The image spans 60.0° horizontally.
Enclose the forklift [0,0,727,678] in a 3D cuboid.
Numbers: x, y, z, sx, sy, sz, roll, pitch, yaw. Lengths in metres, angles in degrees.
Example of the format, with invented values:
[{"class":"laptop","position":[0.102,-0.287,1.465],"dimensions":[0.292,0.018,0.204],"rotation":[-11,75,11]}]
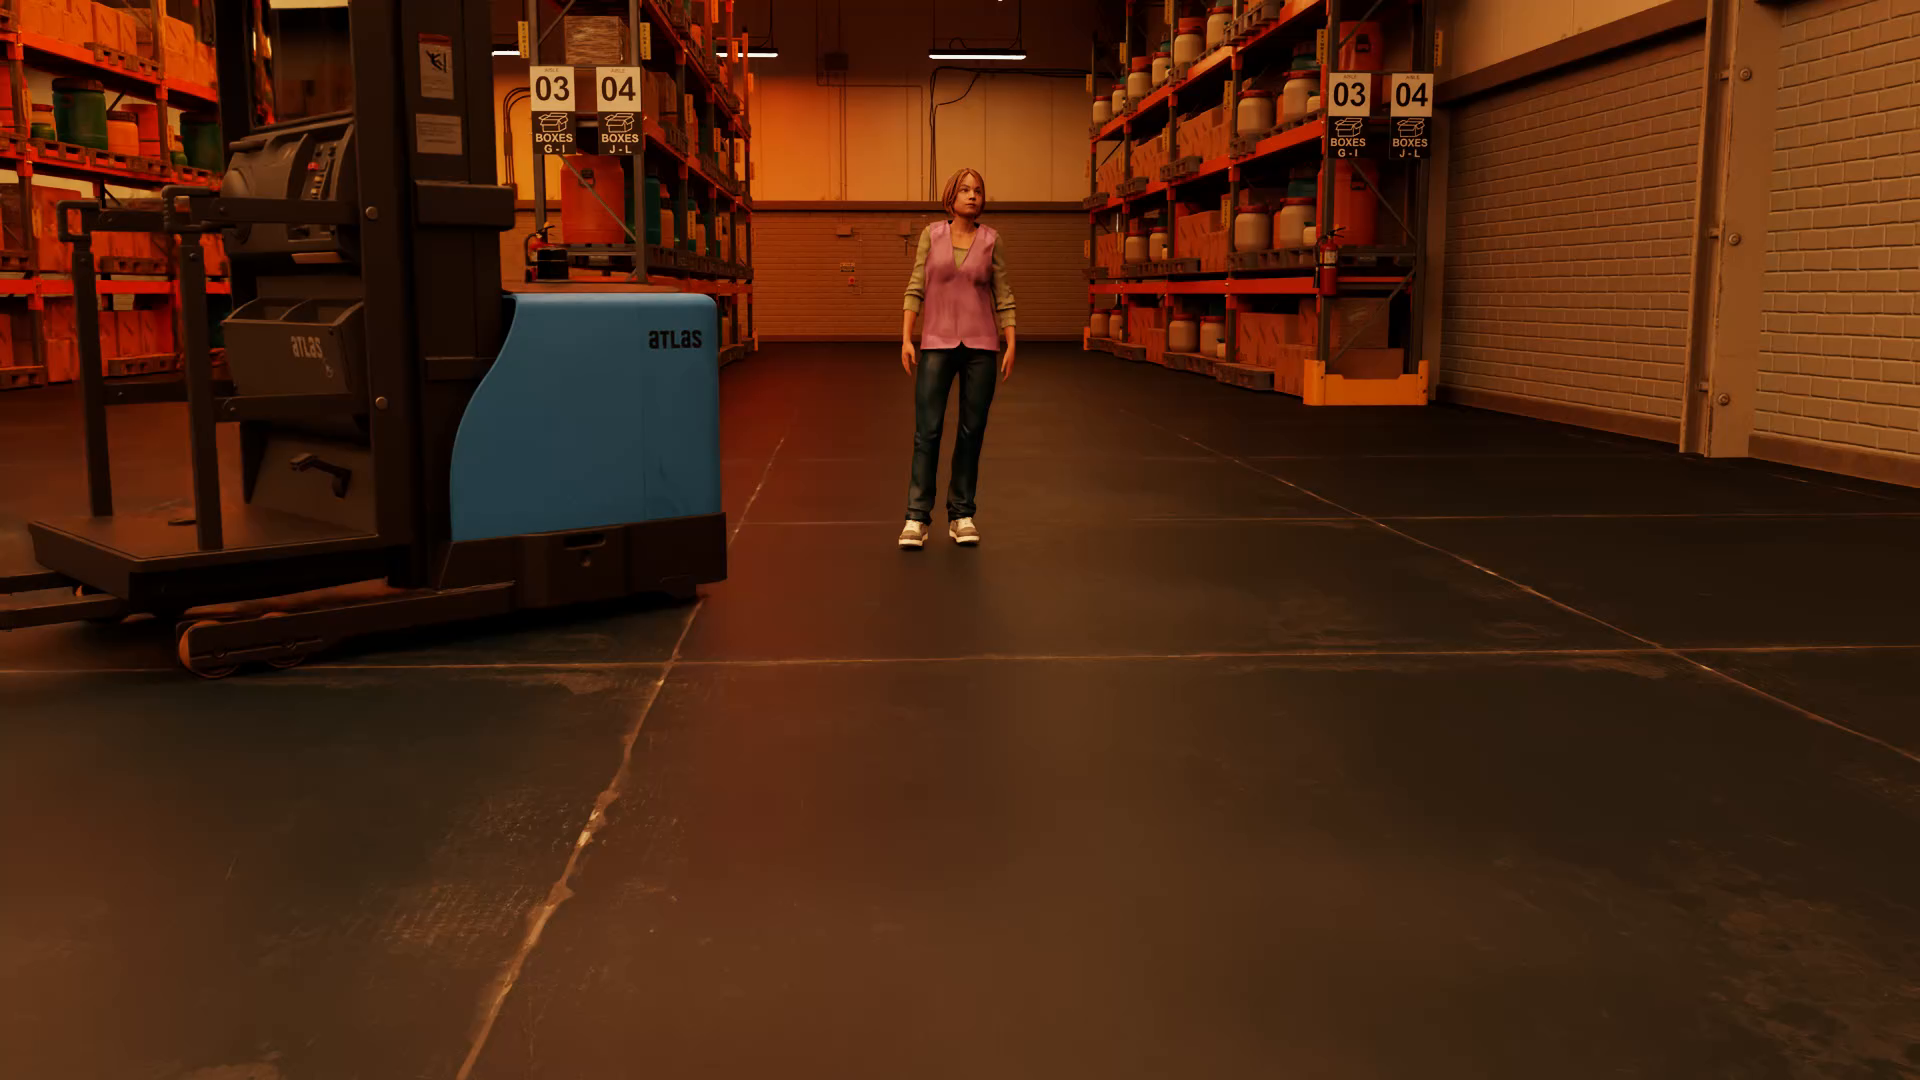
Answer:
[{"class":"forklift","position":[-2.248,-1.145,5.043],"dimensions":[3.031,2.935,1.130],"rotation":[-8,11,-42]}]

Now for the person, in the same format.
[{"class":"person","position":[-0.009,-0.784,7.117],"dimensions":[0.521,1.595,0.473],"rotation":[-1,8,-4]}]
